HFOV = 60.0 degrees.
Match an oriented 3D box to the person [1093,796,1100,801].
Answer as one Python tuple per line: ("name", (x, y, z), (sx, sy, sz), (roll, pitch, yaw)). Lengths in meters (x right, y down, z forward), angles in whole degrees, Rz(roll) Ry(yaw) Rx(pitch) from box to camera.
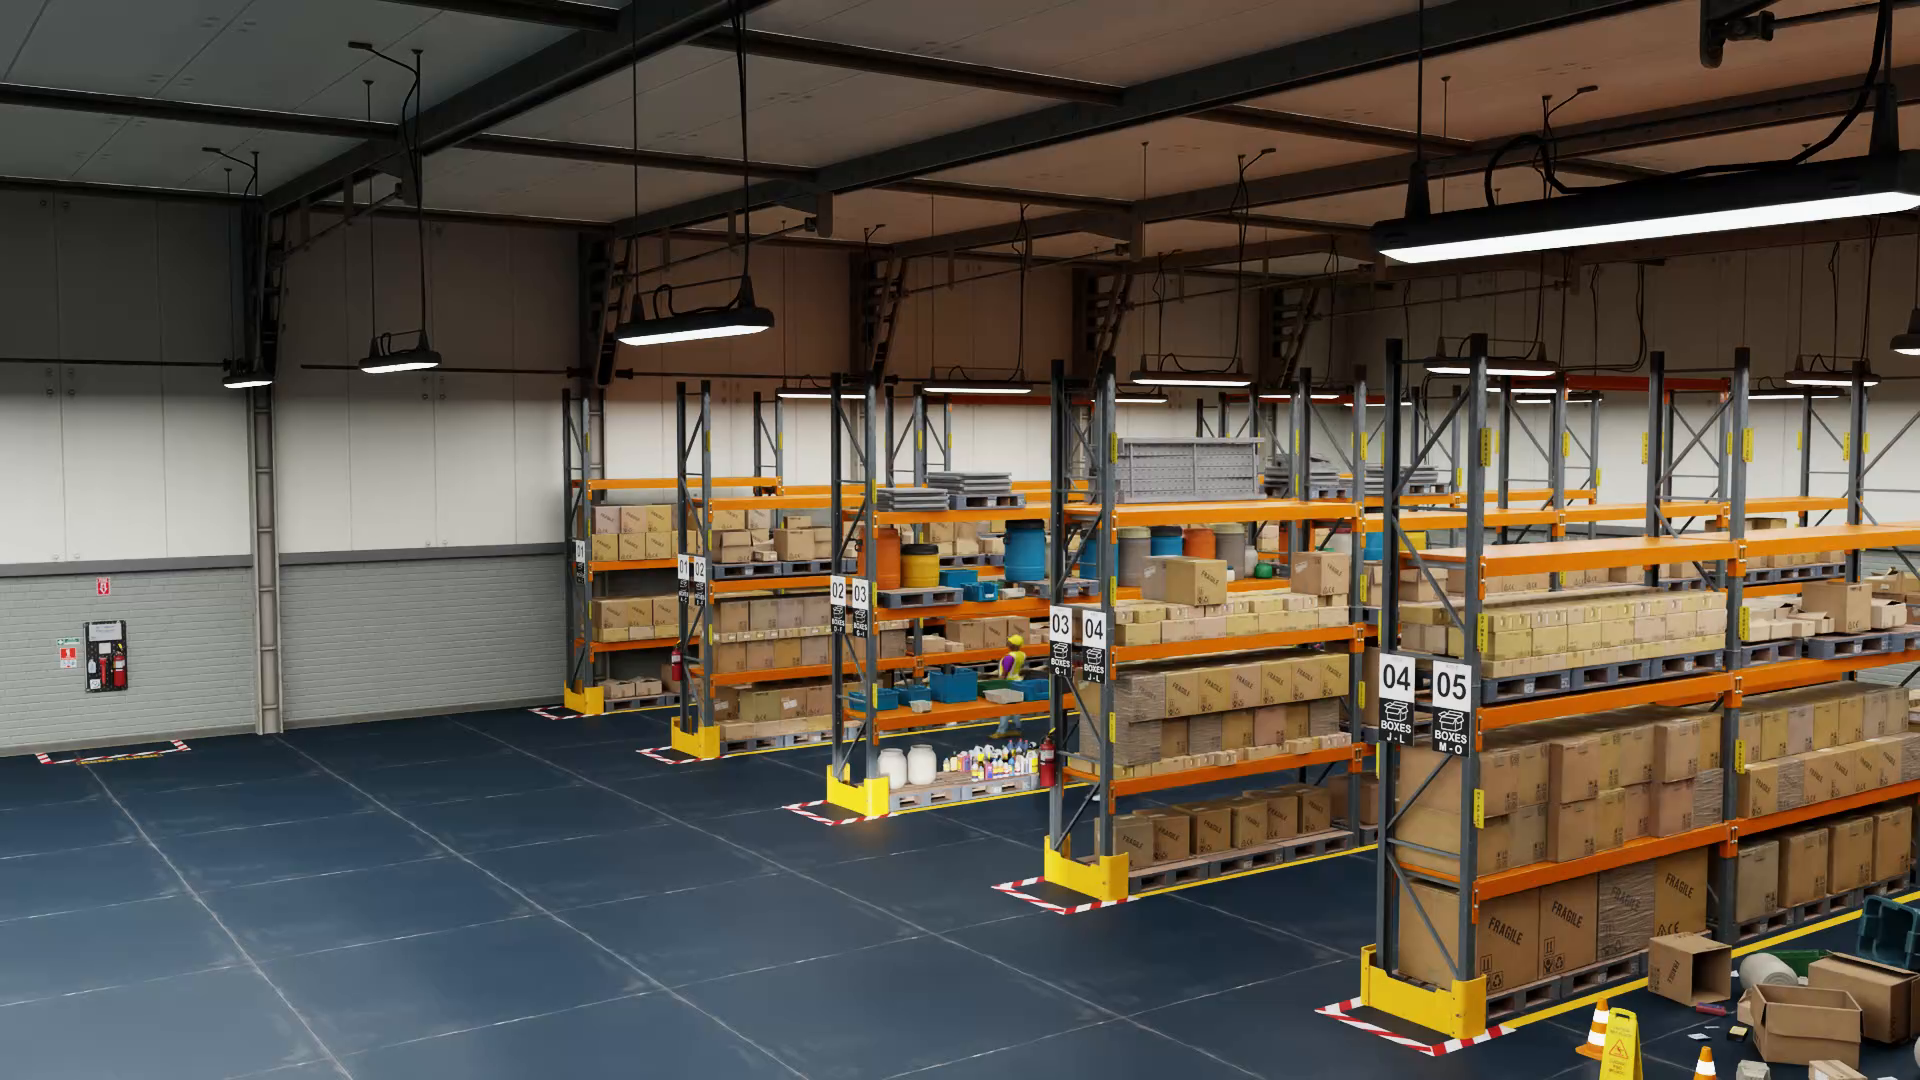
("person", (2.146, 2.827, 23.425), (0.436, 1.670, 0.555), (2, 4, 23))

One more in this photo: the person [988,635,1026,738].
("person", (0.799, 2.481, 28.297), (0.585, 1.766, 0.595), (1, 4, 16))
